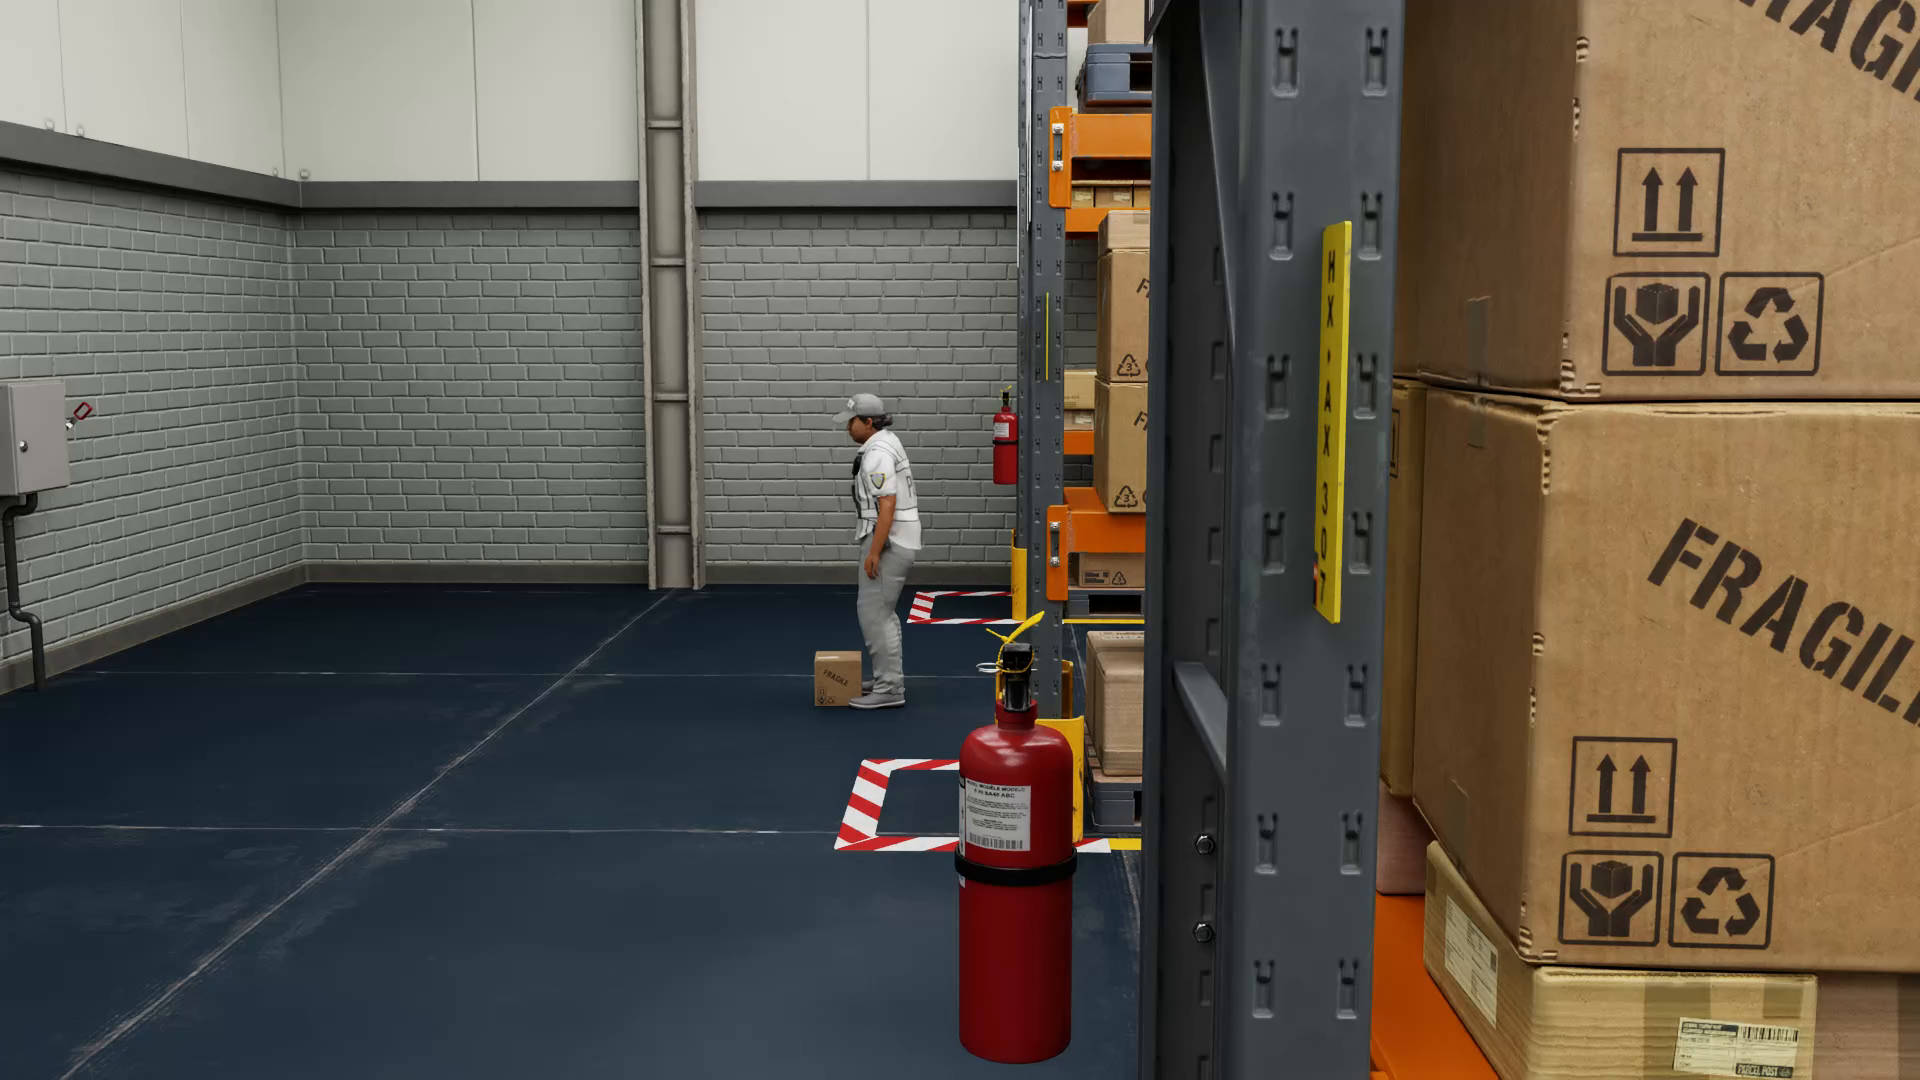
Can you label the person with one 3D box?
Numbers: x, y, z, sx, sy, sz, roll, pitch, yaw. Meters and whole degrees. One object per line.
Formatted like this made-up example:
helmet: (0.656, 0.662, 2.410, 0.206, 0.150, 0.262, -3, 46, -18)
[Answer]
person: (-0.441, 0.047, 8.889, 0.472, 1.666, 0.552, 0, 7, 0)
